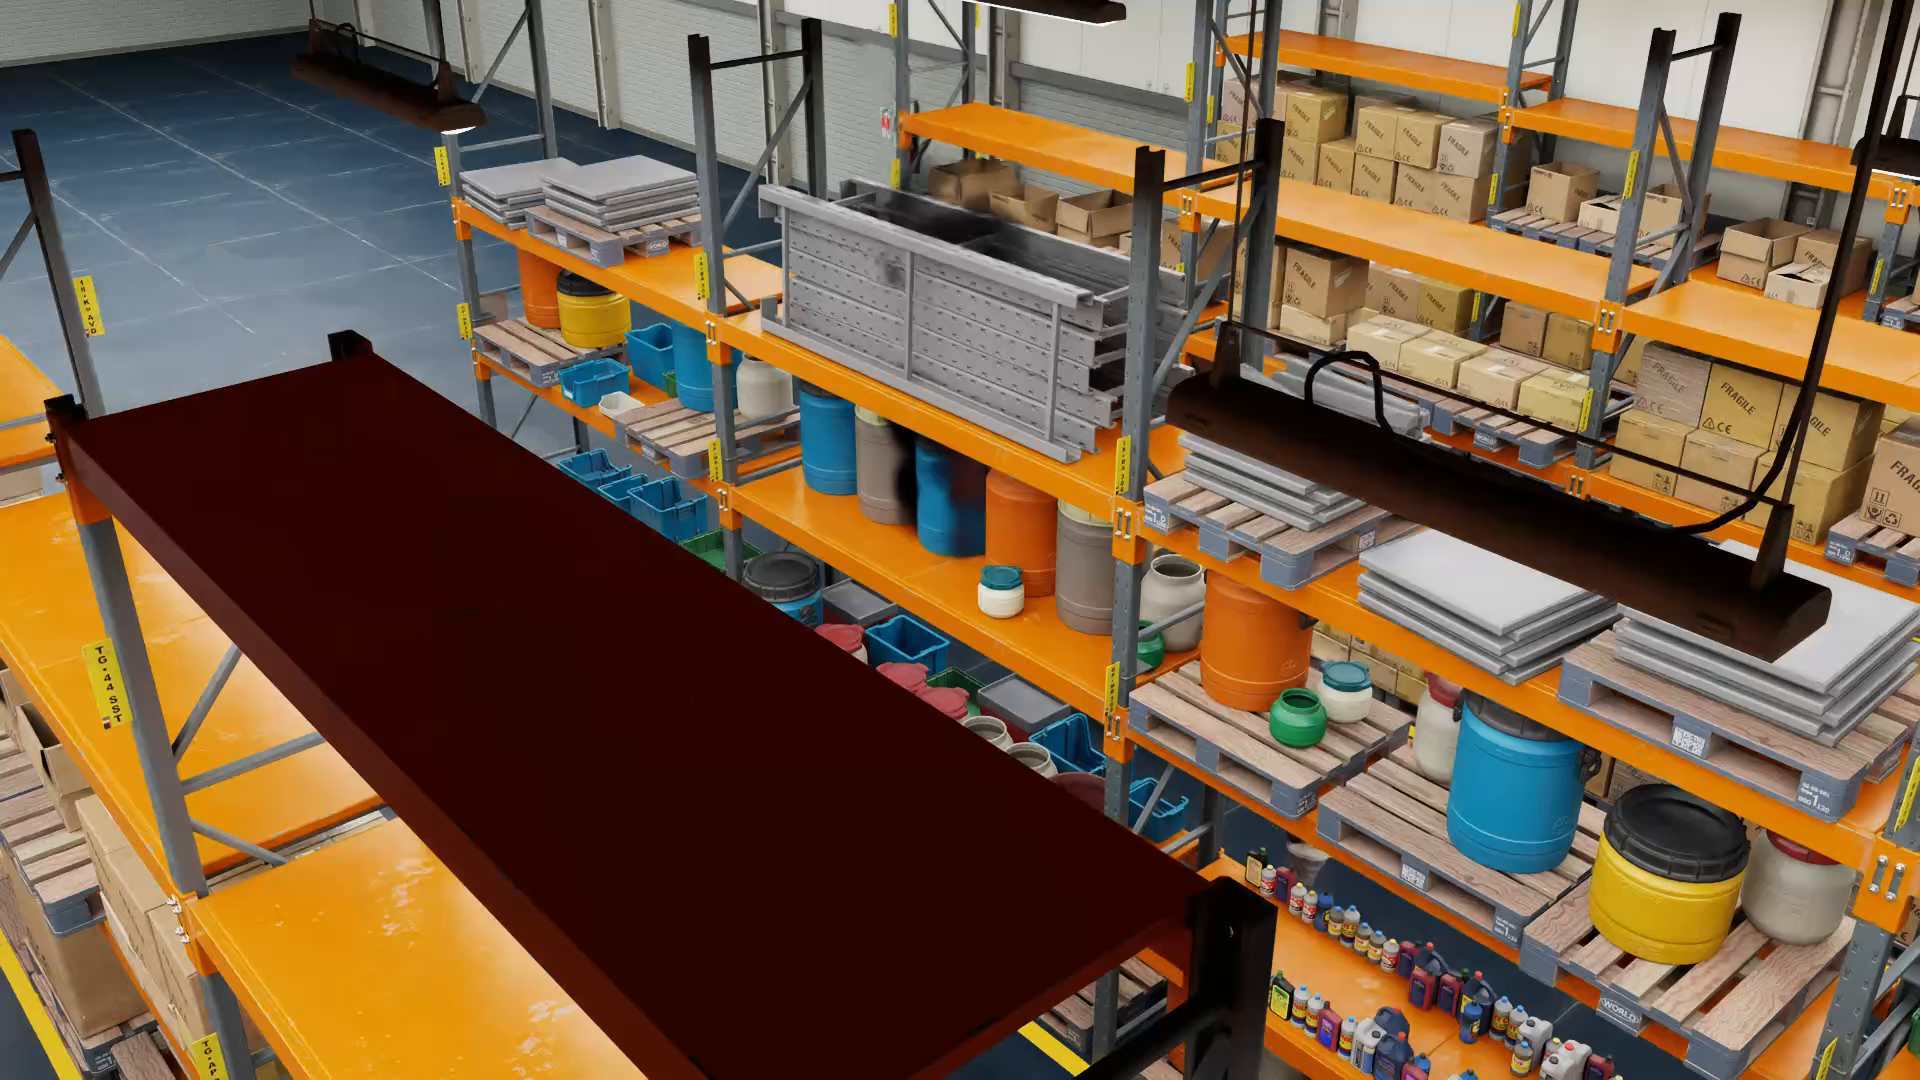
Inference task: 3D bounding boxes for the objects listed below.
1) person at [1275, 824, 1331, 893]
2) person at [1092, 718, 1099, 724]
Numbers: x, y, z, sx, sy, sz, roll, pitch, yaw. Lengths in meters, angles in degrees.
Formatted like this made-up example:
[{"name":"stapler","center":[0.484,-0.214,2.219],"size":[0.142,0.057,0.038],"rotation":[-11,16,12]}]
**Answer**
[{"name":"person","center":[2.442,2.112,11.471],"size":[0.835,1.757,0.722],"rotation":[22,35,37]},{"name":"person","center":[1.021,0.791,14.179],"size":[0.846,1.634,0.578],"rotation":[24,35,38]}]
